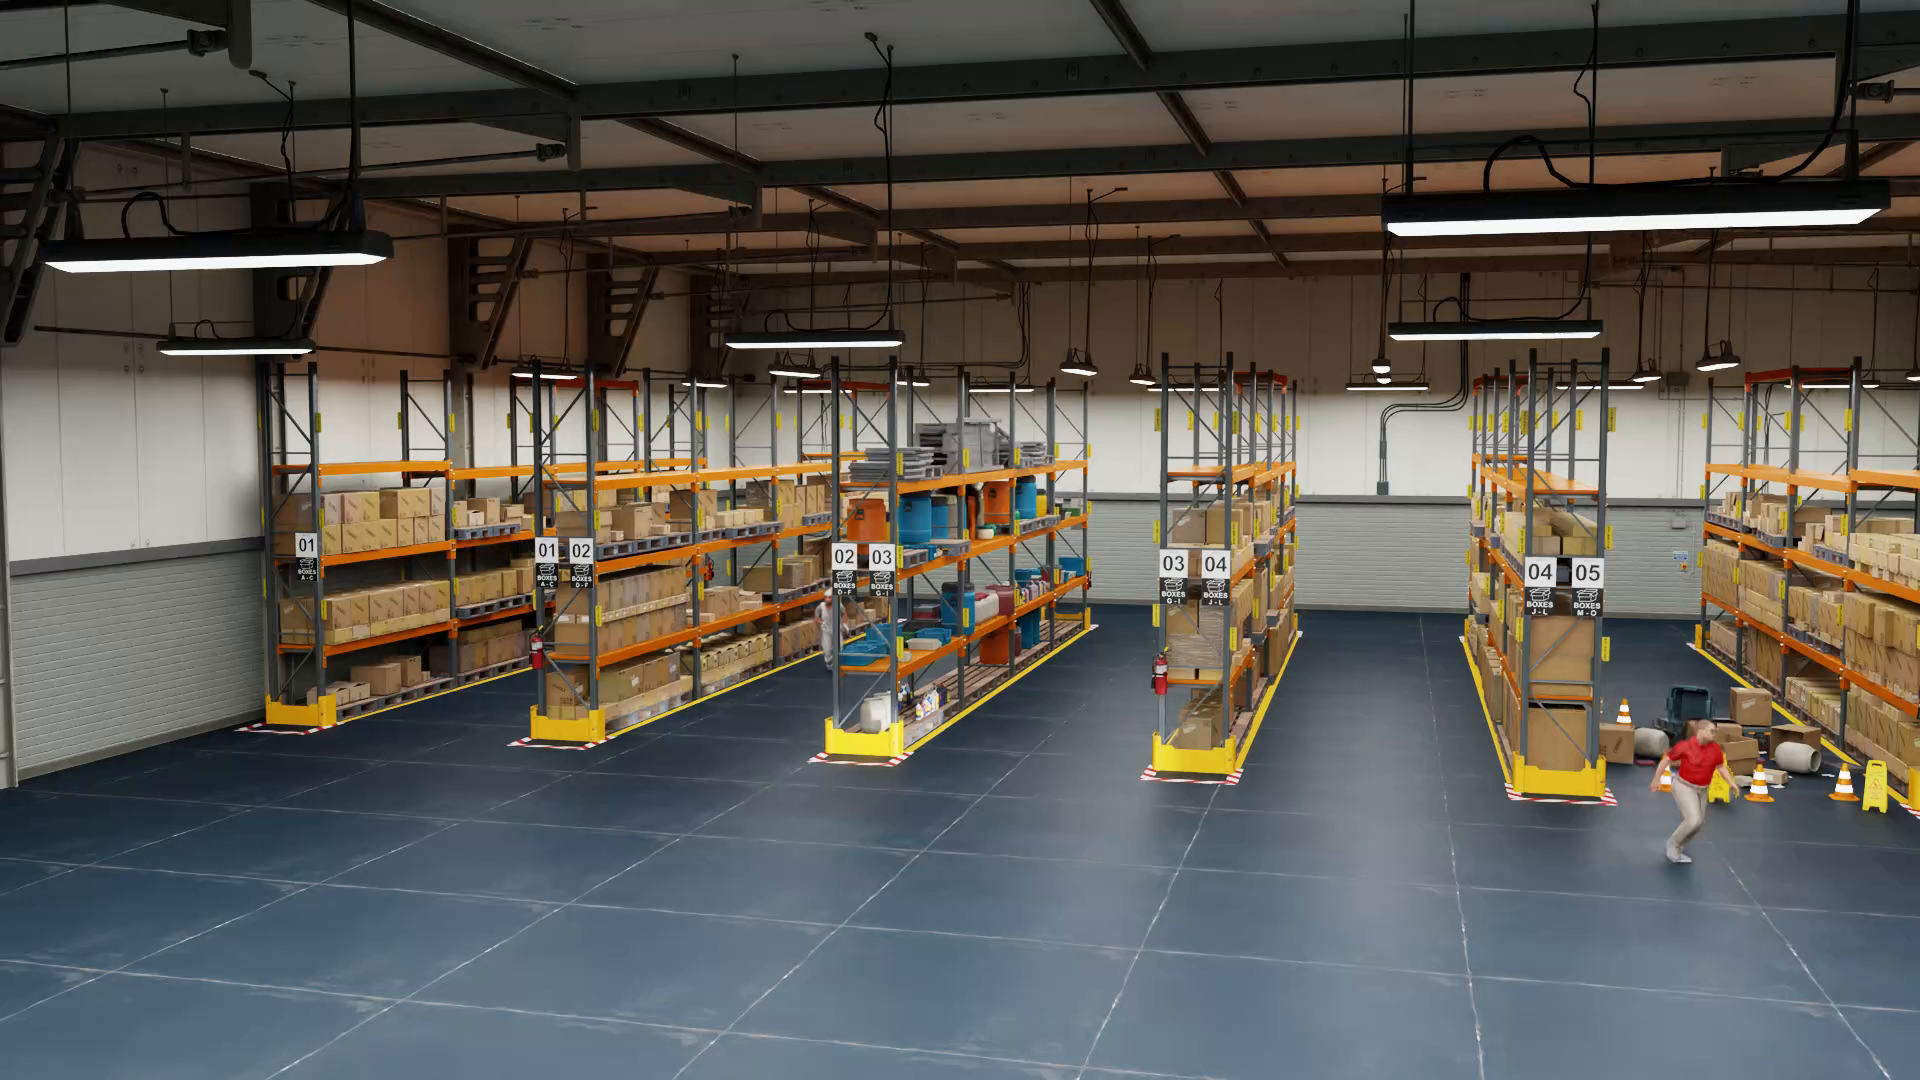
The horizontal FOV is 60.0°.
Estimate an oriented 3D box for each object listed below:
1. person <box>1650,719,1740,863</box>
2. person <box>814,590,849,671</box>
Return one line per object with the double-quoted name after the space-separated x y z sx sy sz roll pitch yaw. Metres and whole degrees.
8.304 2.837 18.709 0.661 1.668 0.803 -2 4 -21 "person"
-2.578 1.828 33.320 0.686 1.676 0.790 0 4 -5 "person"
